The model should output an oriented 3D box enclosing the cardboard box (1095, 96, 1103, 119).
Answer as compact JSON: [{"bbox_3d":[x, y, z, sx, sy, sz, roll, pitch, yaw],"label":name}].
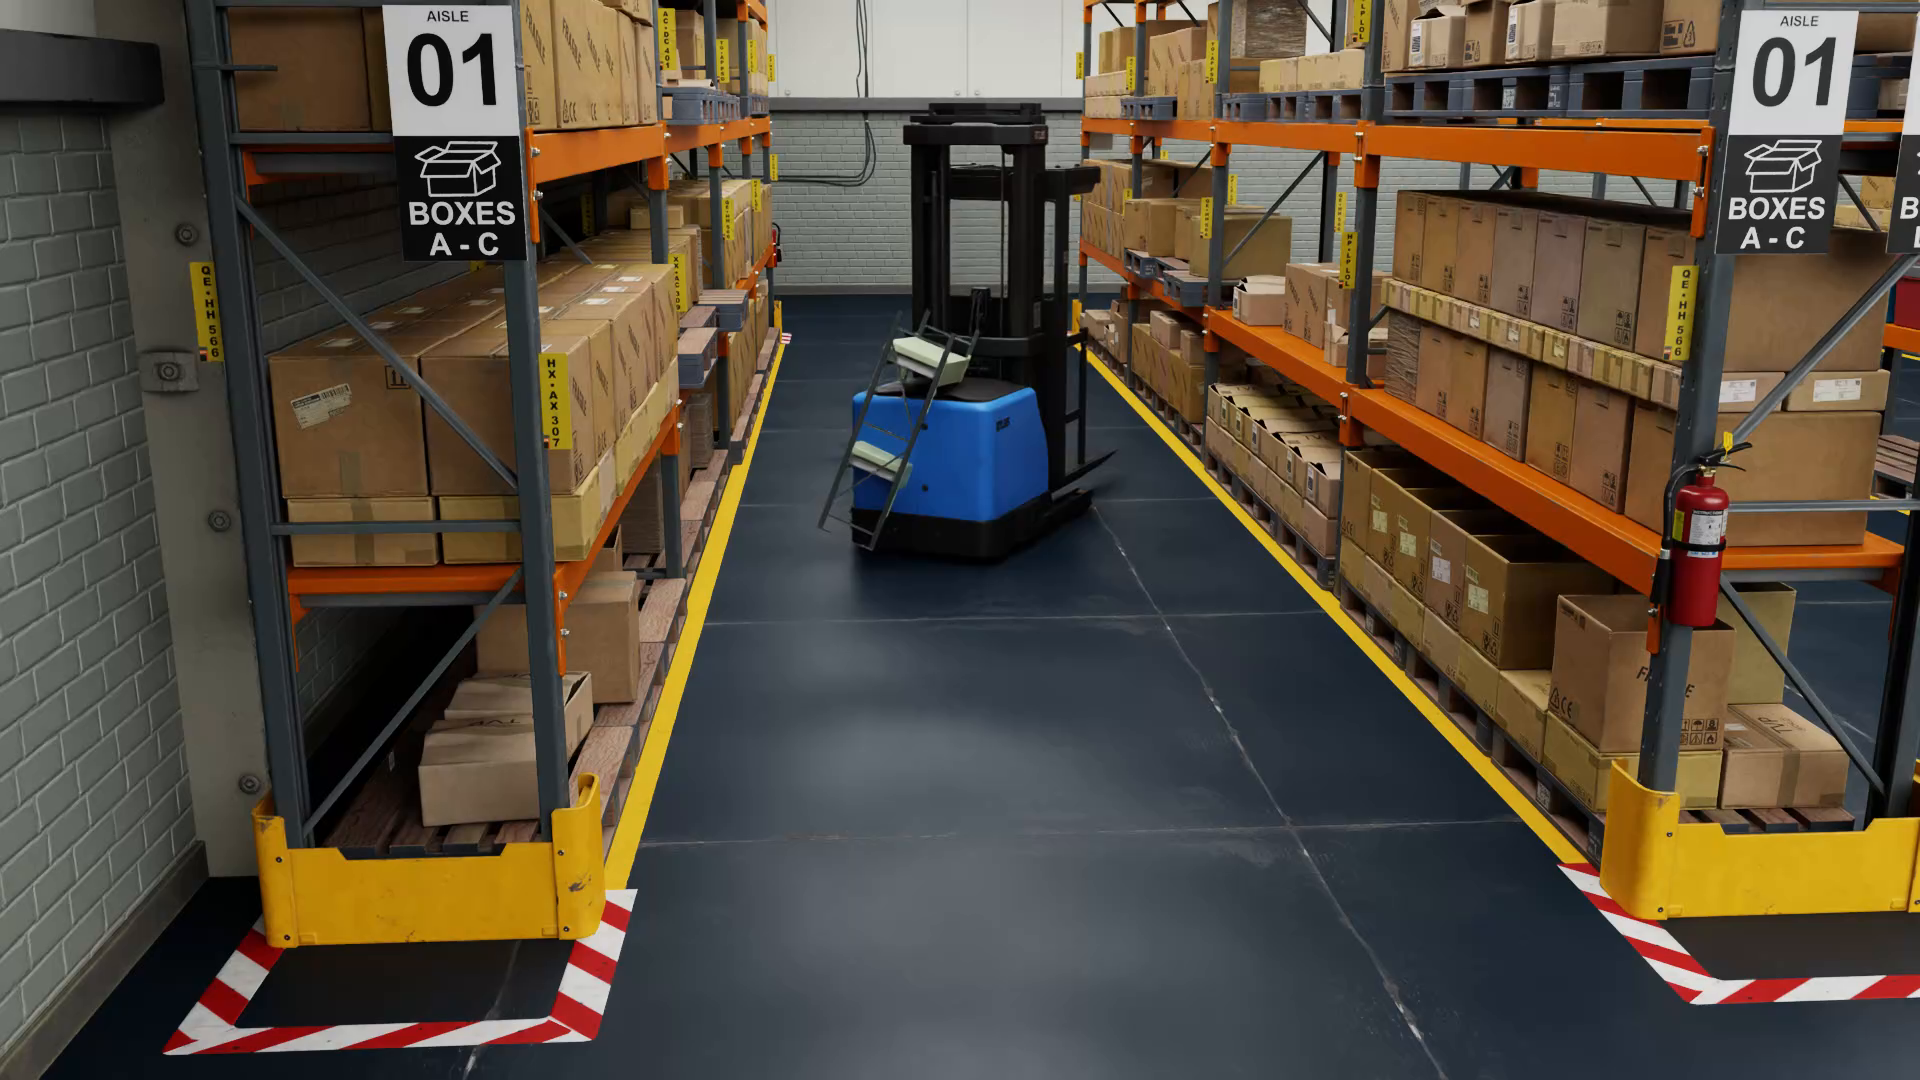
[{"bbox_3d":[1.880,-5.093,19.583,0.500,0.250,0.500,-1,14,-3],"label":"cardboard box"}]

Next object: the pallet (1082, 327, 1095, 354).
[{"bbox_3d":[2.106,-2.526,20.921,1.003,0.211,1.213,-1,14,-3],"label":"pallet"}]

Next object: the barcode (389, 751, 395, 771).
[{"bbox_3d":[-2.255,0.876,6.597,0.001,0.075,0.075,-1,14,-3],"label":"barcode"}]

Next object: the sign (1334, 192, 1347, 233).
[{"bbox_3d":[3.101,-2.674,13.577,0.100,0.325,0.005,-1,14,-3],"label":"sign"}]

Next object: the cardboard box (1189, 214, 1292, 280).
[{"bbox_3d":[2.395,-2.511,14.221,0.700,0.500,0.500,-6,16,-22],"label":"cardboard box"}]

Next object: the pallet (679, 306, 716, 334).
[{"bbox_3d":[-2.233,-1.442,11.496,1.003,0.211,1.213,-1,14,-3],"label":"pallet"}]

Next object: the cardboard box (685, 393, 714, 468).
[{"bbox_3d":[-2.300,-0.851,12.947,0.700,0.500,0.500,-1,14,-3],"label":"cardboard box"}]

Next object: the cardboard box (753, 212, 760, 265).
[{"bbox_3d":[-2.662,-3.302,17.738,0.980,0.700,0.700,-1,14,-3],"label":"cardboard box"}]

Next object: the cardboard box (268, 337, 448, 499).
[{"bbox_3d":[-2.143,-0.451,6.016,0.500,0.500,0.500,-1,14,-4],"label":"cardboard box"}]

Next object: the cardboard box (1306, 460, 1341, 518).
[{"bbox_3d":[2.484,-0.349,10.413,0.500,0.311,0.500,-1,14,-3],"label":"cardboard box"}]

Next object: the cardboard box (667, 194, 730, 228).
[{"bbox_3d":[-2.170,-2.716,13.720,0.500,0.250,0.500,-1,14,-2],"label":"cardboard box"}]

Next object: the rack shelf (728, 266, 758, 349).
[{"bbox_3d":[-2.521,-2.176,15.406,1.077,0.370,4.000,-1,14,-3],"label":"rack shelf"}]

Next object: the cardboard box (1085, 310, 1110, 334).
[{"bbox_3d":[1.833,-2.711,20.679,0.500,0.250,0.500,-1,14,-3],"label":"cardboard box"}]

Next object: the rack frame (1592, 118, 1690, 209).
[{"bbox_3d":[7.243,-3.174,17.844,1.000,3.000,0.127,-1,14,-3],"label":"rack frame"}]

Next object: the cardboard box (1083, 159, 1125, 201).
[{"bbox_3d":[1.816,-4.512,20.835,0.500,0.500,0.500,0,14,-2],"label":"cardboard box"}]

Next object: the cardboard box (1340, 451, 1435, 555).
[{"bbox_3d":[2.511,-0.224,9.548,0.500,0.500,0.500,-1,14,-3],"label":"cardboard box"}]

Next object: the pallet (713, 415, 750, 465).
[{"bbox_3d":[-2.371,-0.873,14.497,1.003,0.211,1.213,-1,14,-3],"label":"pallet"}]

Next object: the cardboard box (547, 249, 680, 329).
[{"bbox_3d":[-2.174,-1.560,10.484,0.700,0.500,0.500,1,14,2],"label":"cardboard box"}]

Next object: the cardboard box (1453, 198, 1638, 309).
[{"bbox_3d":[2.892,-1.426,8.243,0.700,0.500,0.500,-1,14,-3],"label":"cardboard box"}]

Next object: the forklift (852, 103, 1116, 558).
[{"bbox_3d":[0.336,-1.623,11.953,1.130,2.935,3.031,6,16,23],"label":"forklift"}]

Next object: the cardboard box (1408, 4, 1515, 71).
[{"bbox_3d":[2.596,-2.526,8.361,0.500,0.311,0.500,-2,15,-7],"label":"cardboard box"}]

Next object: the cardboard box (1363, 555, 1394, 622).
[{"bbox_3d":[2.547,0.263,9.158,0.500,0.250,0.500,-1,14,-3],"label":"cardboard box"}]

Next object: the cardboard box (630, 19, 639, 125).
[{"bbox_3d":[-1.853,-2.295,8.165,0.500,0.500,0.500,-2,15,-8],"label":"cardboard box"}]

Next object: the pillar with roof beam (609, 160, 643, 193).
[{"bbox_3d":[0.745,-6.154,17.385,9.100,9.000,0.400,-1,14,-3],"label":"pillar with roof beam"}]

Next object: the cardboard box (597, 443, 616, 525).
[{"bbox_3d":[-1.661,-0.229,6.659,0.500,0.250,0.500,-1,14,-5],"label":"cardboard box"}]

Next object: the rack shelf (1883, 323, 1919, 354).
[{"bbox_3d":[7.615,-1.334,12.134,1.077,0.370,4.000,-1,14,-3],"label":"rack shelf"}]

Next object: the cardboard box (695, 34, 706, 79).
[{"bbox_3d":[-2.591,-4.129,14.452,0.700,0.500,0.500,0,14,-1],"label":"cardboard box"}]

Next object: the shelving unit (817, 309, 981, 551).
[{"bbox_3d":[-0.394,-0.740,10.954,0.431,1.500,0.755,24,13,8],"label":"shelving unit"}]

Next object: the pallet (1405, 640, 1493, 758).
[{"bbox_3d":[2.881,0.744,8.212,1.003,0.211,1.213,-1,14,-3],"label":"pallet"}]

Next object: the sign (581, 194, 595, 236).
[{"bbox_3d":[-2.951,-2.578,13.203,0.100,0.325,0.005,-1,14,-3],"label":"sign"}]

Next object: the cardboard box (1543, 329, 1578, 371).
[{"bbox_3d":[2.765,-0.826,7.213,0.380,0.149,0.250,0,14,-2],"label":"cardboard box"}]

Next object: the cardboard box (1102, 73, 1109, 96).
[{"bbox_3d":[1.912,-5.211,19.037,0.500,0.250,0.500,-1,14,-3],"label":"cardboard box"}]

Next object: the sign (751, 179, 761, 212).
[{"bbox_3d":[-2.104,-3.555,17.157,0.100,0.325,0.005,-1,14,-3],"label":"sign"}]

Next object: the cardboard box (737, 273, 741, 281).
[{"bbox_3d":[-2.307,-2.576,15.981,0.380,0.149,0.250,-1,14,-3],"label":"cardboard box"}]

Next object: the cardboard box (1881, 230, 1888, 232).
[{"bbox_3d":[11.697,-3.775,20.683,0.380,0.149,0.250,-1,14,-5],"label":"cardboard box"}]

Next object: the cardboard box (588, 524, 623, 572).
[{"bbox_3d":[-2.045,0.223,8.773,0.500,0.500,0.500,-2,15,-8],"label":"cardboard box"}]

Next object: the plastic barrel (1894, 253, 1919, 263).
[{"bbox_3d":[7.822,-2.135,13.531,0.600,0.536,0.708,-1,14,-3],"label":"plastic barrel"}]

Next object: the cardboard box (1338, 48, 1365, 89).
[{"bbox_3d":[2.729,-2.983,10.537,0.500,0.250,0.500,-2,15,-9],"label":"cardboard box"}]

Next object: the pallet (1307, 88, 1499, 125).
[{"bbox_3d":[2.727,-2.688,10.320,0.805,0.209,1.217,-1,15,-6],"label":"pallet"}]

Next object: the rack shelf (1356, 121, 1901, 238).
[{"bbox_3d":[2.919,-1.716,7.601,1.077,0.370,4.000,-1,14,-3],"label":"rack shelf"}]

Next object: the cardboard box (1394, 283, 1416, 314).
[{"bbox_3d":[2.634,-1.340,9.211,0.380,0.149,0.250,-1,14,-3],"label":"cardboard box"}]

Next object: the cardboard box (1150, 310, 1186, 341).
[{"bbox_3d":[2.148,-2.092,16.265,0.500,0.250,0.500,-1,14,-3],"label":"cardboard box"}]

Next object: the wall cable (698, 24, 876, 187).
[{"bbox_3d":[-2.886,-6.830,26.244,3.097,2.526,0.112,-1,14,-3],"label":"wall cable"}]

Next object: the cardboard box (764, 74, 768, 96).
[{"bbox_3d":[-2.582,-5.470,20.004,0.500,0.250,0.500,0,14,-2],"label":"cardboard box"}]

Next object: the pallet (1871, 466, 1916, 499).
[{"bbox_3d":[7.573,-0.333,12.398,1.003,0.211,1.213,-1,14,-3],"label":"pallet"}]

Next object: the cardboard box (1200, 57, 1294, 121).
[{"bbox_3d":[2.486,-3.713,13.718,0.910,0.500,0.500,-1,14,-3],"label":"cardboard box"}]

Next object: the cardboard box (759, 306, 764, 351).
[{"bbox_3d":[-2.646,-2.455,19.220,0.700,0.500,0.500,-1,14,-2],"label":"cardboard box"}]

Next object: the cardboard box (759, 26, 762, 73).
[{"bbox_3d":[-2.514,-5.579,18.924,0.500,0.500,0.500,-2,15,-6],"label":"cardboard box"}]

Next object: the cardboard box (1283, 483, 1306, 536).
[{"bbox_3d":[2.450,-0.206,10.981,0.500,0.250,0.500,-1,14,-4],"label":"cardboard box"}]

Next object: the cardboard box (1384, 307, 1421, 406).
[{"bbox_3d":[2.829,-1.047,9.377,0.700,0.500,0.500,-1,14,-5],"label":"cardboard box"}]

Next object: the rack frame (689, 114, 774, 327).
[{"bbox_3d":[-2.893,-4.016,21.116,1.000,3.000,0.127,-1,14,-3],"label":"rack frame"}]

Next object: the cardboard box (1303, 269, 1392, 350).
[{"bbox_3d":[2.700,-1.605,11.542,0.500,0.500,0.500,-1,14,-3],"label":"cardboard box"}]

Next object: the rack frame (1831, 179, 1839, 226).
[{"bbox_3d":[11.939,-4.246,22.008,1.000,3.000,0.127,-1,14,-3],"label":"rack frame"}]

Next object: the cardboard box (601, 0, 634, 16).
[{"bbox_3d":[-1.760,-2.641,7.502,0.500,0.500,0.500,-1,14,-5],"label":"cardboard box"}]

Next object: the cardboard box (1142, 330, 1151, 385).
[{"bbox_3d":[2.130,-1.845,16.810,0.500,0.500,0.500,-1,14,-3],"label":"cardboard box"}]

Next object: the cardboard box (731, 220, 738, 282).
[{"bbox_3d":[-2.195,-2.484,14.323,0.500,0.500,0.500,0,14,-2],"label":"cardboard box"}]
